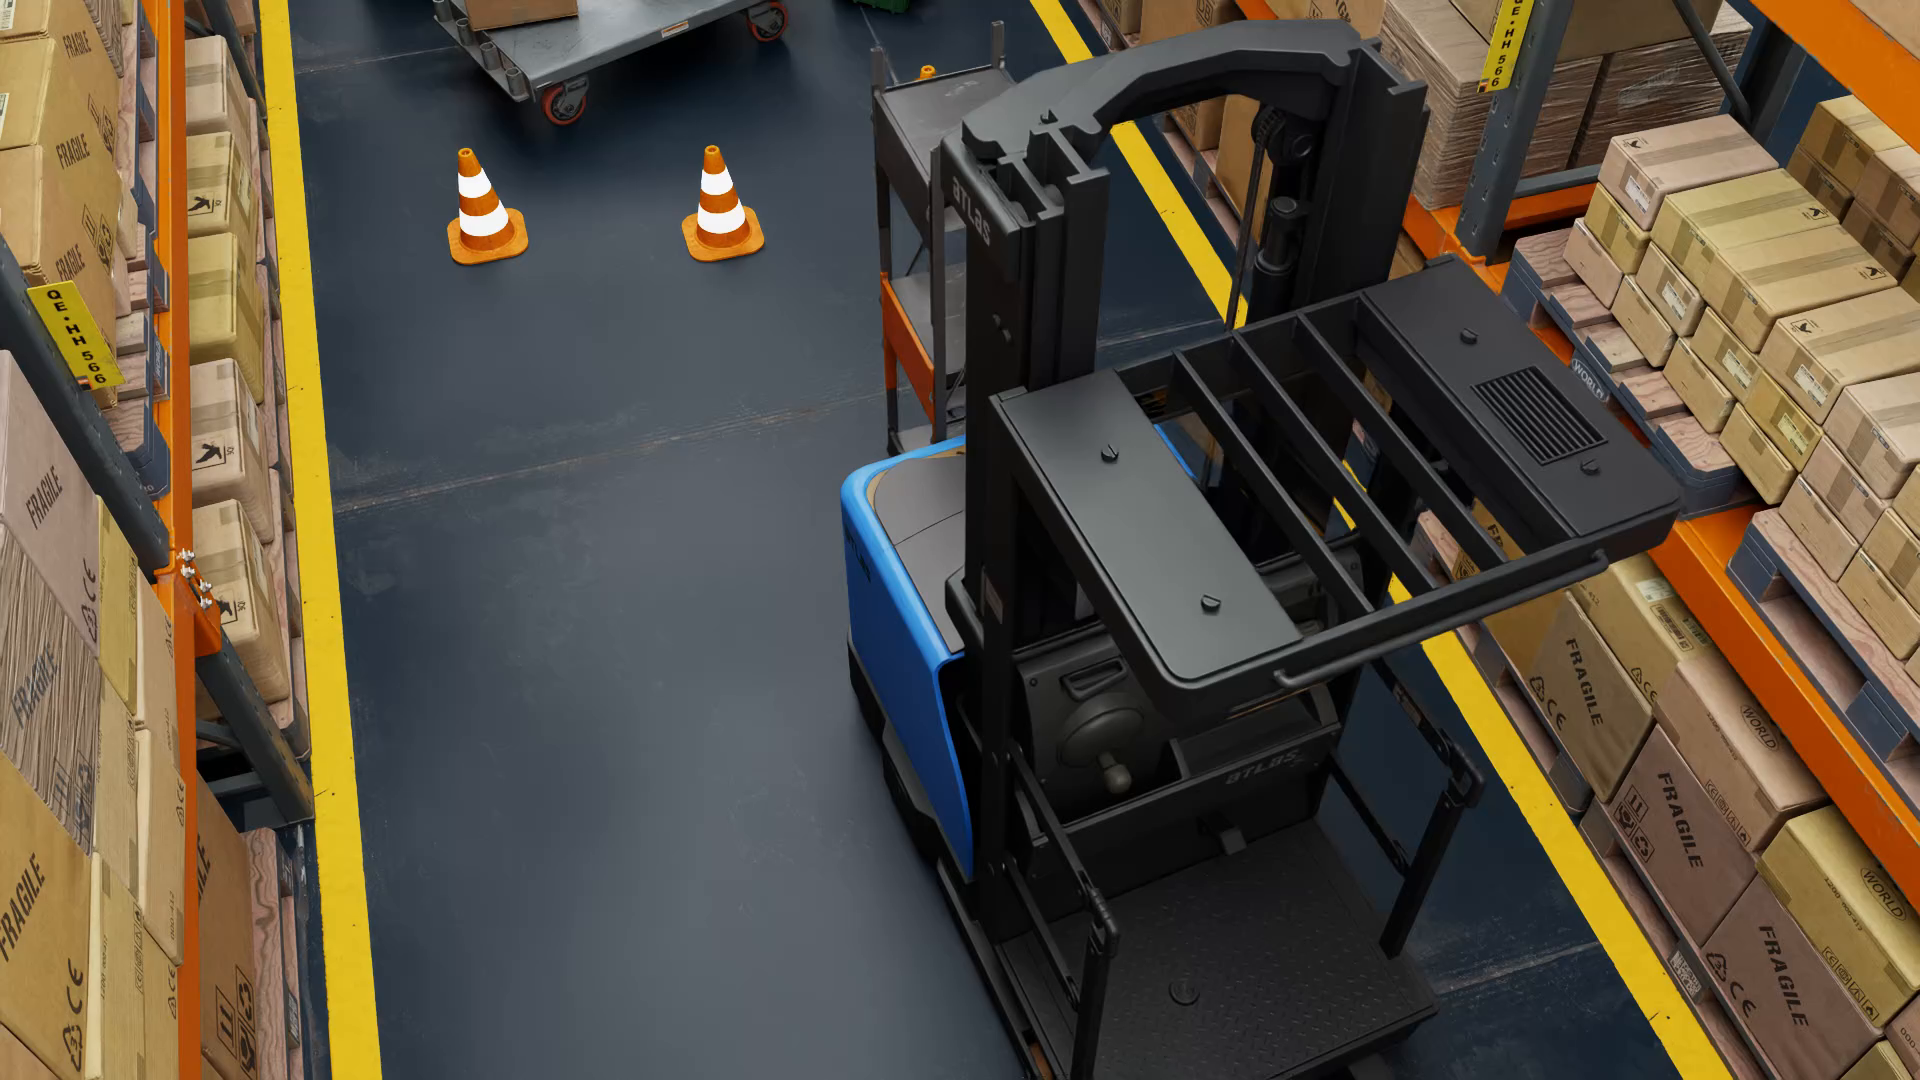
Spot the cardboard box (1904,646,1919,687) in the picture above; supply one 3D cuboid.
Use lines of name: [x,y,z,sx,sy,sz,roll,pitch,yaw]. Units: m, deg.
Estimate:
cardboard box: [2.492,0.305,3.920,0.380,0.149,0.250,-15,51,-12]

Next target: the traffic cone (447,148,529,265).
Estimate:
traffic cone: [-2.095,-1.493,7.206,0.336,0.463,0.334,-13,51,-11]

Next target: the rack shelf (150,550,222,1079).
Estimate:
rack shelf: [-2.025,1.715,3.313,1.077,0.370,4.000,-13,51,-11]

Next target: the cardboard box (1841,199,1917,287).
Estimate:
cardboard box: [2.744,-0.869,4.716,0.380,0.149,0.250,-12,51,-10]

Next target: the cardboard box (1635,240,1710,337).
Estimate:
cardboard box: [2.116,-0.725,4.594,0.380,0.149,0.250,-11,51,-9]

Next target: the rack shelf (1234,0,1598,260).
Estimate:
rack shelf: [1.491,-2.400,6.782,1.077,0.370,4.000,-13,51,-11]

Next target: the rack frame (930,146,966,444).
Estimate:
rack frame: [0.111,-0.402,5.215,0.400,2.100,0.015,-16,52,-13]

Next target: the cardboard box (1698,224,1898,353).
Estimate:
cardboard box: [2.185,-0.660,4.345,0.380,0.149,0.250,-14,51,-11]

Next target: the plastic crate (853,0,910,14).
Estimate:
plastic crate: [-0.403,-3.035,8.649,0.450,0.188,0.662,16,51,0]

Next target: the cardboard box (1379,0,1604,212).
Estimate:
cardboard box: [1.693,-1.471,5.463,0.500,0.500,0.500,-13,51,-11]

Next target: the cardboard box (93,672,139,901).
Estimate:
cardboard box: [-2.075,0.579,3.571,0.500,0.250,0.500,-14,51,-12]

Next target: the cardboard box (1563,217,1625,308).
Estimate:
cardboard box: [2.022,-0.853,4.897,0.380,0.149,0.250,-14,51,-11]

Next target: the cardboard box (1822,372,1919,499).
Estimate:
cardboard box: [2.344,-0.269,4.016,0.380,0.149,0.250,-11,51,-9]

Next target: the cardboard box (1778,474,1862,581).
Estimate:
cardboard box: [2.344,-0.069,4.236,0.380,0.149,0.250,-12,51,-10]

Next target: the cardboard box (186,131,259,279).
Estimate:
cardboard box: [-3.426,-1.281,6.812,0.950,0.372,0.625,-10,51,-9]

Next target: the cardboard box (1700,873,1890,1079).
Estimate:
cardboard box: [2.507,1.187,4.648,0.500,0.500,0.500,-14,51,-12]

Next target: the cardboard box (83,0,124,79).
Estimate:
cardboard box: [-2.993,-1.755,5.233,0.500,0.500,0.500,-15,52,-12]

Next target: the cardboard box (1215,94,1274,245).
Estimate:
cardboard box: [1.727,-1.684,6.905,1.050,0.750,0.750,-13,51,-10]

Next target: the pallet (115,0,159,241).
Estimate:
pallet: [-3.241,-1.353,5.554,1.003,0.211,1.213,-13,51,-11]

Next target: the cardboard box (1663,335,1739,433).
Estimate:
cardboard box: [2.182,-0.460,4.566,0.380,0.149,0.250,-11,51,-9]

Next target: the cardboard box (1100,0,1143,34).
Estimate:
cardboard box: [1.169,-3.070,8.073,1.050,0.750,0.750,-14,51,-11]

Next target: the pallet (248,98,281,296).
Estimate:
pallet: [-3.567,-1.432,7.319,1.003,0.211,1.213,-13,51,-11]

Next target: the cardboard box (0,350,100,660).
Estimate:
cardboard box: [-2.213,-0.014,3.580,0.500,0.500,0.500,-15,51,-12]

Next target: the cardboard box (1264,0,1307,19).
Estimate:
cardboard box: [1.399,-2.201,6.078,0.500,0.500,0.500,-14,51,-12]

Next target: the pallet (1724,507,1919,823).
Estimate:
pallet: [2.707,0.327,4.138,1.003,0.211,1.213,-13,51,-11]

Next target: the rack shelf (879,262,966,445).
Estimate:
rack shelf: [0.024,-0.567,5.373,0.431,0.518,0.480,-16,52,-13]

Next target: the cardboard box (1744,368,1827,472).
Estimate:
cardboard box: [2.273,-0.347,4.276,0.380,0.149,0.250,-13,51,-11]

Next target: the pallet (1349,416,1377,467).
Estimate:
pallet: [1.922,-0.865,6.841,1.003,0.211,1.213,-13,51,-11]

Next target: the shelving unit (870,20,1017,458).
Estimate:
shelving unit: [0.024,-0.576,5.362,0.431,2.100,0.503,-16,52,-13]

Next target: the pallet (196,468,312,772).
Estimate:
pallet: [-2.846,0.350,5.817,1.003,0.211,1.213,-13,51,-11]

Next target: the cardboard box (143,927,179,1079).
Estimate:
cardboard box: [-1.919,1.122,3.440,0.500,0.250,0.500,-14,51,-11]

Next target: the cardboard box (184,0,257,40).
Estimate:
cardboard box: [-3.715,-2.640,8.038,0.500,0.250,0.500,-15,52,-13]

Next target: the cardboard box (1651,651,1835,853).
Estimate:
cardboard box: [2.339,0.551,4.694,0.500,0.250,0.500,-13,51,-11]

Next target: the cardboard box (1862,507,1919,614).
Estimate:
cardboard box: [2.416,0.017,3.968,0.380,0.149,0.250,-14,51,-11]

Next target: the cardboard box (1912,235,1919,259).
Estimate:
cardboard box: [2.815,-0.788,4.453,0.380,0.149,0.250,-12,51,-10]

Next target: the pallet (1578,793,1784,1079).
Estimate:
pallet: [2.670,1.188,5.110,1.003,0.211,1.213,-13,51,-11]

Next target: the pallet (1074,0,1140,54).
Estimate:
pallet: [1.200,-2.647,8.344,1.003,0.211,1.213,-13,51,-11]

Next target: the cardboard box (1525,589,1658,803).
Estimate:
cardboard box: [2.200,0.440,5.277,0.500,0.500,0.500,-13,51,-11]

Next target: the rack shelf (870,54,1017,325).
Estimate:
rack shelf: [0.024,-1.018,4.838,0.431,0.518,0.480,-16,52,-13]

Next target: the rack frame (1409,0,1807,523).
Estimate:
rack frame: [2.083,-1.171,5.275,1.000,3.000,0.127,-13,51,-11]

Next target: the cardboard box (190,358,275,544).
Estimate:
cardboard box: [-2.999,-0.218,5.916,0.950,0.372,0.625,-14,51,-12]

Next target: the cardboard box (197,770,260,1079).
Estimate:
cardboard box: [-2.491,1.095,4.480,0.875,0.875,0.875,-14,51,-11]

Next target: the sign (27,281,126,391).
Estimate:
sign: [-2.087,-0.479,3.935,0.100,0.325,0.005,-13,51,-11]

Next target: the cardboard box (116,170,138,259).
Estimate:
cardboard box: [-2.685,-0.942,4.972,0.380,0.149,0.250,-13,51,-11]

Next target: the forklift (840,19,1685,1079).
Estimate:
forklift: [0.673,0.433,3.968,1.130,2.935,3.031,-18,52,-15]

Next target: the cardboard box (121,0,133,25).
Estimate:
cardboard box: [-3.095,-1.892,5.773,0.380,0.149,0.250,-13,51,-11]

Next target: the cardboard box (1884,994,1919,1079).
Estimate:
cardboard box: [2.665,1.314,4.050,0.500,0.250,0.500,-11,51,-9]

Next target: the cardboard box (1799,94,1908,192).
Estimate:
cardboard box: [2.666,-1.163,4.769,0.380,0.149,0.250,-15,52,-12]

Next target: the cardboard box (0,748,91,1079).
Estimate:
cardboard box: [-1.913,0.723,2.959,0.500,0.500,0.500,-13,51,-11]

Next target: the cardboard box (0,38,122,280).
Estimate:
cardboard box: [-2.689,-1.001,4.598,0.500,0.500,0.500,-11,51,-9]

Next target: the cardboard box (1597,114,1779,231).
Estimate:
cardboard box: [2.036,-1.033,4.659,0.380,0.149,0.250,-13,51,-11]

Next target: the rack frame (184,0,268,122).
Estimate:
rack frame: [-3.799,-2.899,6.732,1.000,3.000,0.127,-13,51,-11]

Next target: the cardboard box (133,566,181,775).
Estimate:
cardboard box: [-2.218,0.381,4.065,0.500,0.250,0.500,-15,51,-12]
